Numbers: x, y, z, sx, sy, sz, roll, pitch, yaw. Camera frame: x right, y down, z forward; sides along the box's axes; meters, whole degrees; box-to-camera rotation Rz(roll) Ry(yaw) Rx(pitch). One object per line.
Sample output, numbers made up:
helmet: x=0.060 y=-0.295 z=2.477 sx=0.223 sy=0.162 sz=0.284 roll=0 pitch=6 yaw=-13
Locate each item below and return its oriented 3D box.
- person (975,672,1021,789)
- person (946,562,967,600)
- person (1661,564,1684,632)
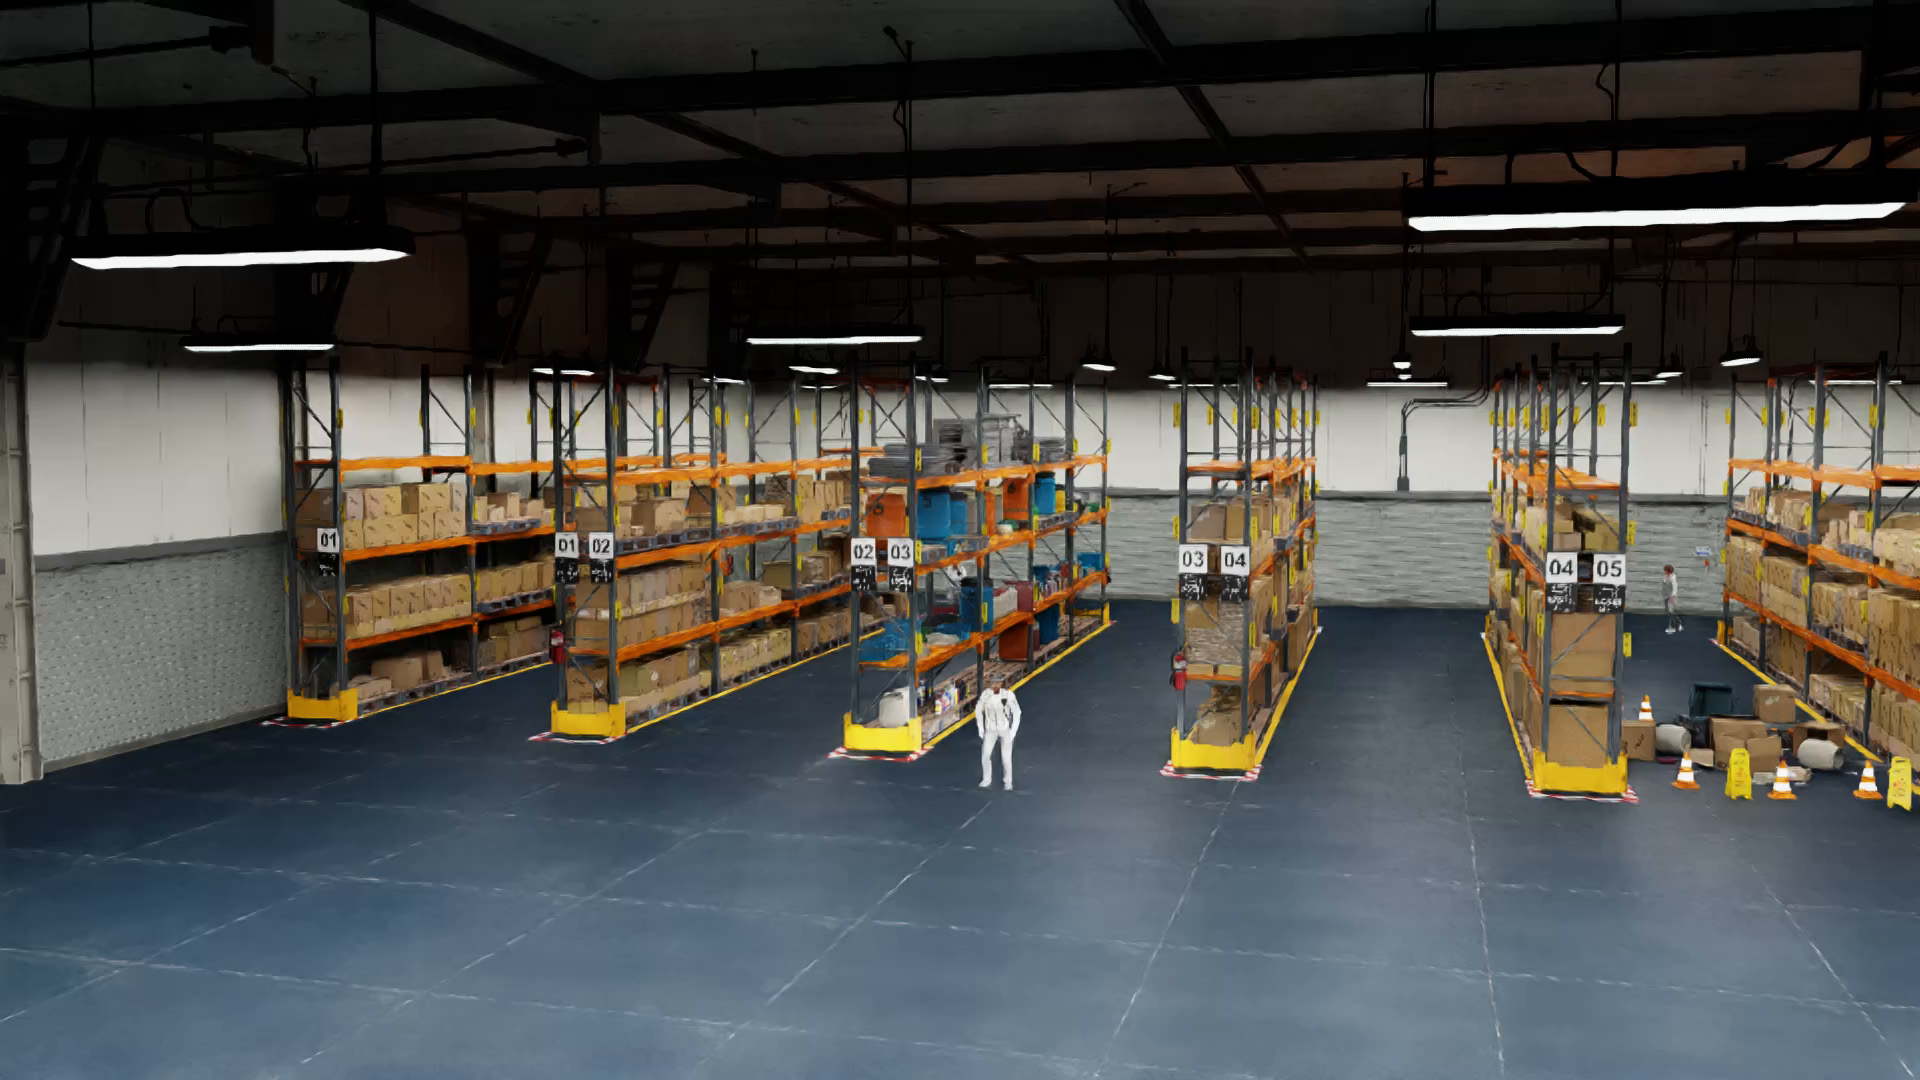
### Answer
person: x=0.510 y=2.551 z=22.396 sx=0.639 sy=1.632 sz=0.512 roll=1 pitch=4 yaw=13
person: x=-0.090 y=1.214 z=39.972 sx=0.540 sy=1.676 sz=1.120 roll=1 pitch=4 yaw=13
person: x=16.580 y=1.361 z=38.688 sx=0.419 sy=1.588 sz=0.566 roll=-1 pitch=4 yaw=-14
